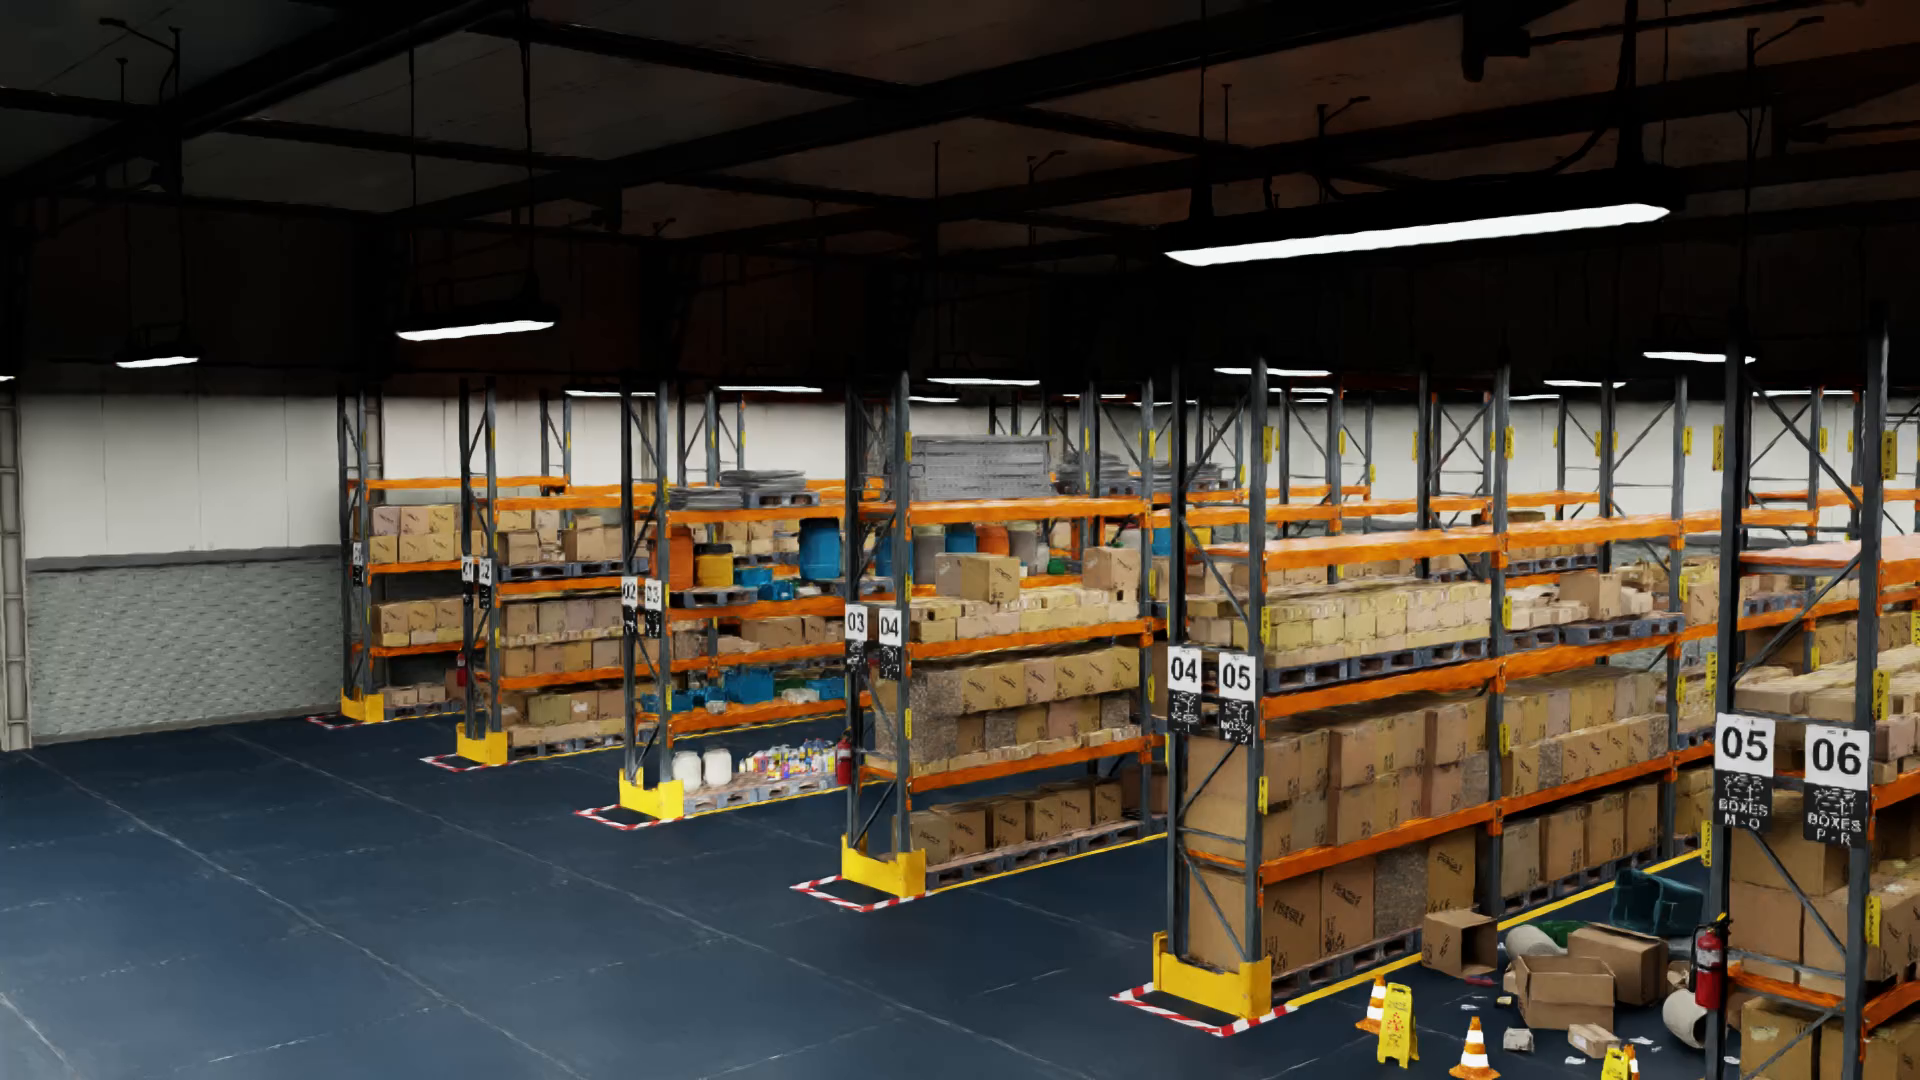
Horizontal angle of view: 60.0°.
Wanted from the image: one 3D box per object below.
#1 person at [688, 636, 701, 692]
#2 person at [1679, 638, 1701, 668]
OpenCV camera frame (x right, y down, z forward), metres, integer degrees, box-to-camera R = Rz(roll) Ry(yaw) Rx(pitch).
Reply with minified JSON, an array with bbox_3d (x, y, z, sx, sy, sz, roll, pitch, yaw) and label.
[{"bbox_3d":[-5.152,2.242,31.794,0.382,1.673,0.517,1,4,20],"label":"person"},{"bbox_3d":[14.113,2.242,32.360,0.555,1.585,0.456,0,4,5],"label":"person"}]
